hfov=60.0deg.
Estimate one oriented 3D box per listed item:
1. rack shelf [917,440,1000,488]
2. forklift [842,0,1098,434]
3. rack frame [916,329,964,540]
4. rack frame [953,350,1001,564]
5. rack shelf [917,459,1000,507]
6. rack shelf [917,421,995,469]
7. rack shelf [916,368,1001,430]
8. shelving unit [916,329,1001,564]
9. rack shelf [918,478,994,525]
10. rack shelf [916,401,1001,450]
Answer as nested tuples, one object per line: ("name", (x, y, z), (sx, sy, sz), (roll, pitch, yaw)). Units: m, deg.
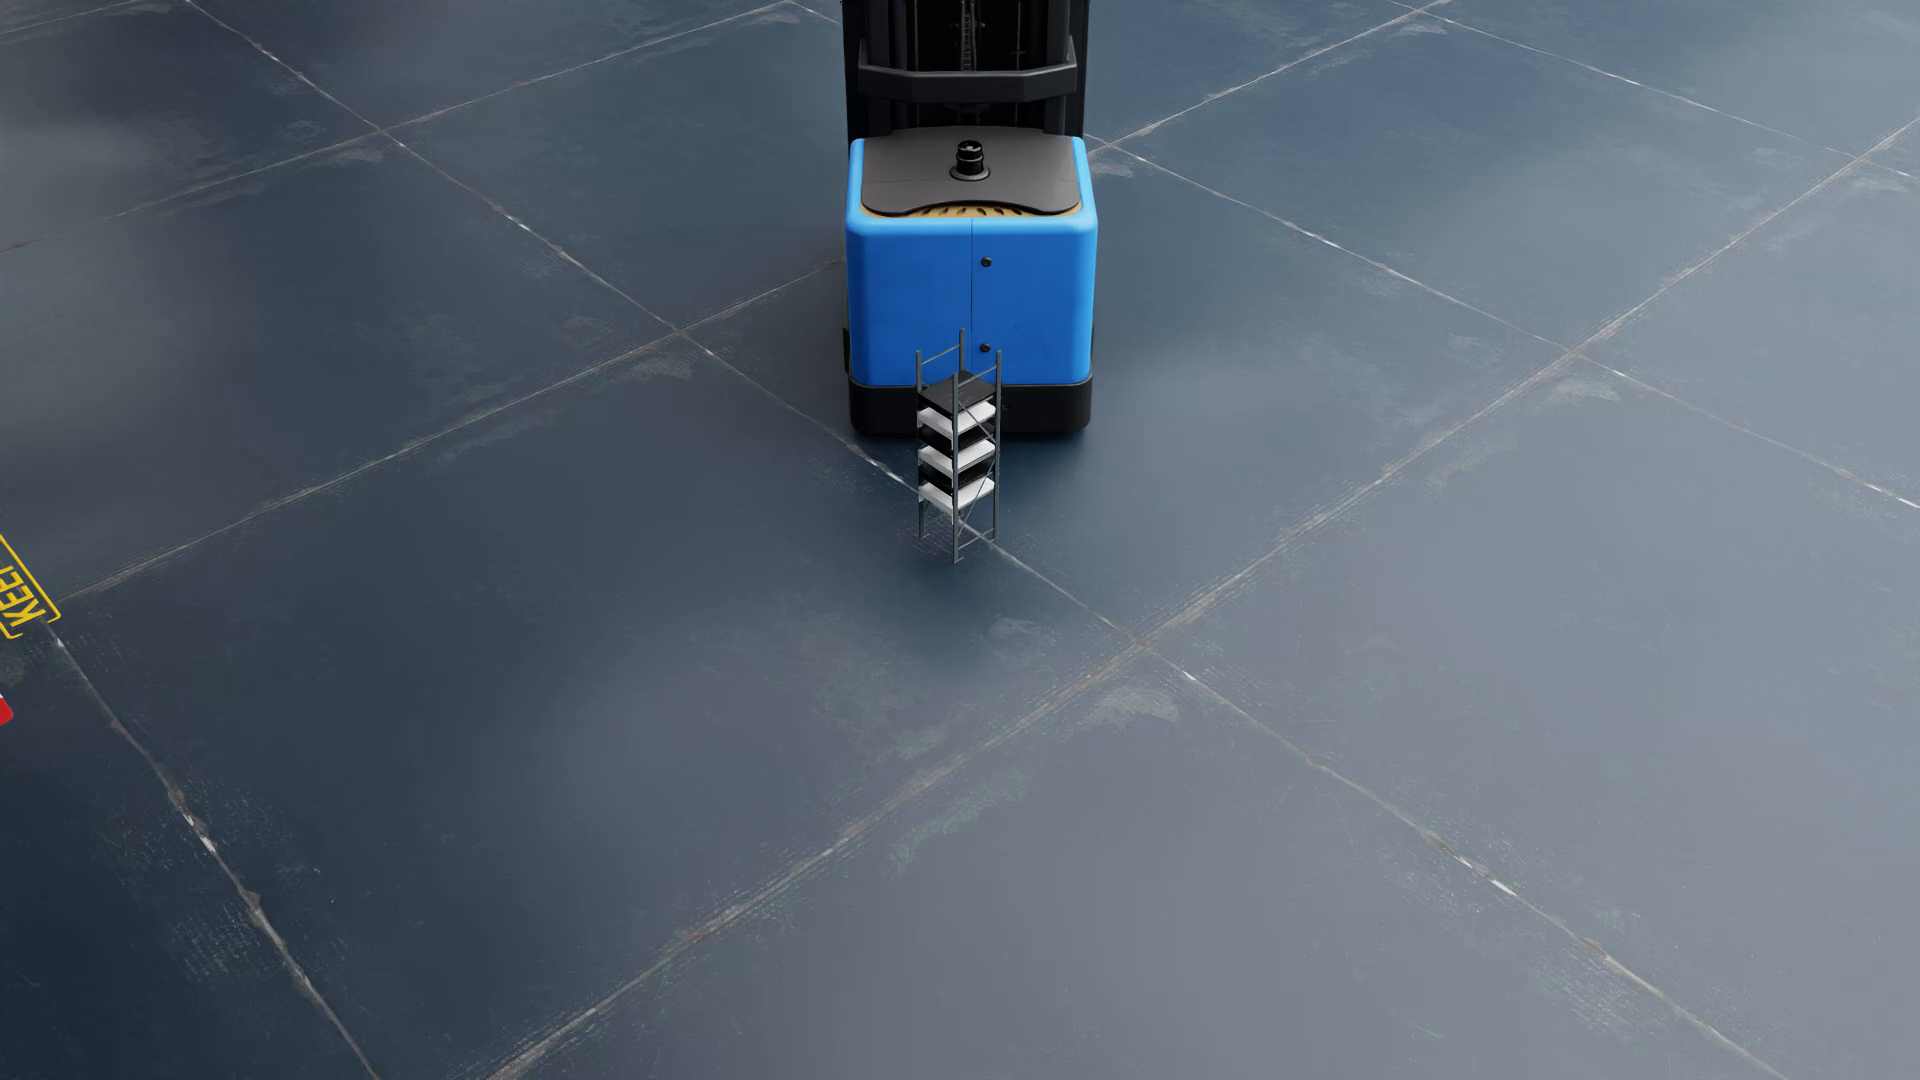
("rack shelf", (-0.005, -0.328, 6.493), (0.258, 0.077, 0.200), (-30, 48, -32))
("forklift", (0.019, -2.500, 7.513), (1.130, 2.935, 3.031), (-1, 39, -1))
("rack frame", (-0.074, -0.401, 6.530), (0.240, 0.900, 0.006), (-30, 48, -32))
("rack frame", (0.063, -0.307, 6.414), (0.240, 0.900, 0.006), (-30, 48, -32))
("rack shelf", (-0.005, -0.258, 6.549), (0.258, 0.077, 0.200), (-30, 48, -32))
("rack shelf", (-0.005, -0.398, 6.436), (0.258, 0.077, 0.200), (-30, 48, -32))
("rack shelf", (-0.005, -0.538, 6.323), (0.258, 0.077, 0.200), (-30, 48, -32))
("shelving unit", (-0.005, -0.354, 6.472), (0.258, 0.900, 0.210), (-30, 48, -32))
("rack shelf", (-0.005, -0.188, 6.606), (0.258, 0.077, 0.200), (-30, 48, -32))
("rack shelf", (-0.005, -0.468, 6.380), (0.258, 0.077, 0.200), (-30, 48, -32))
